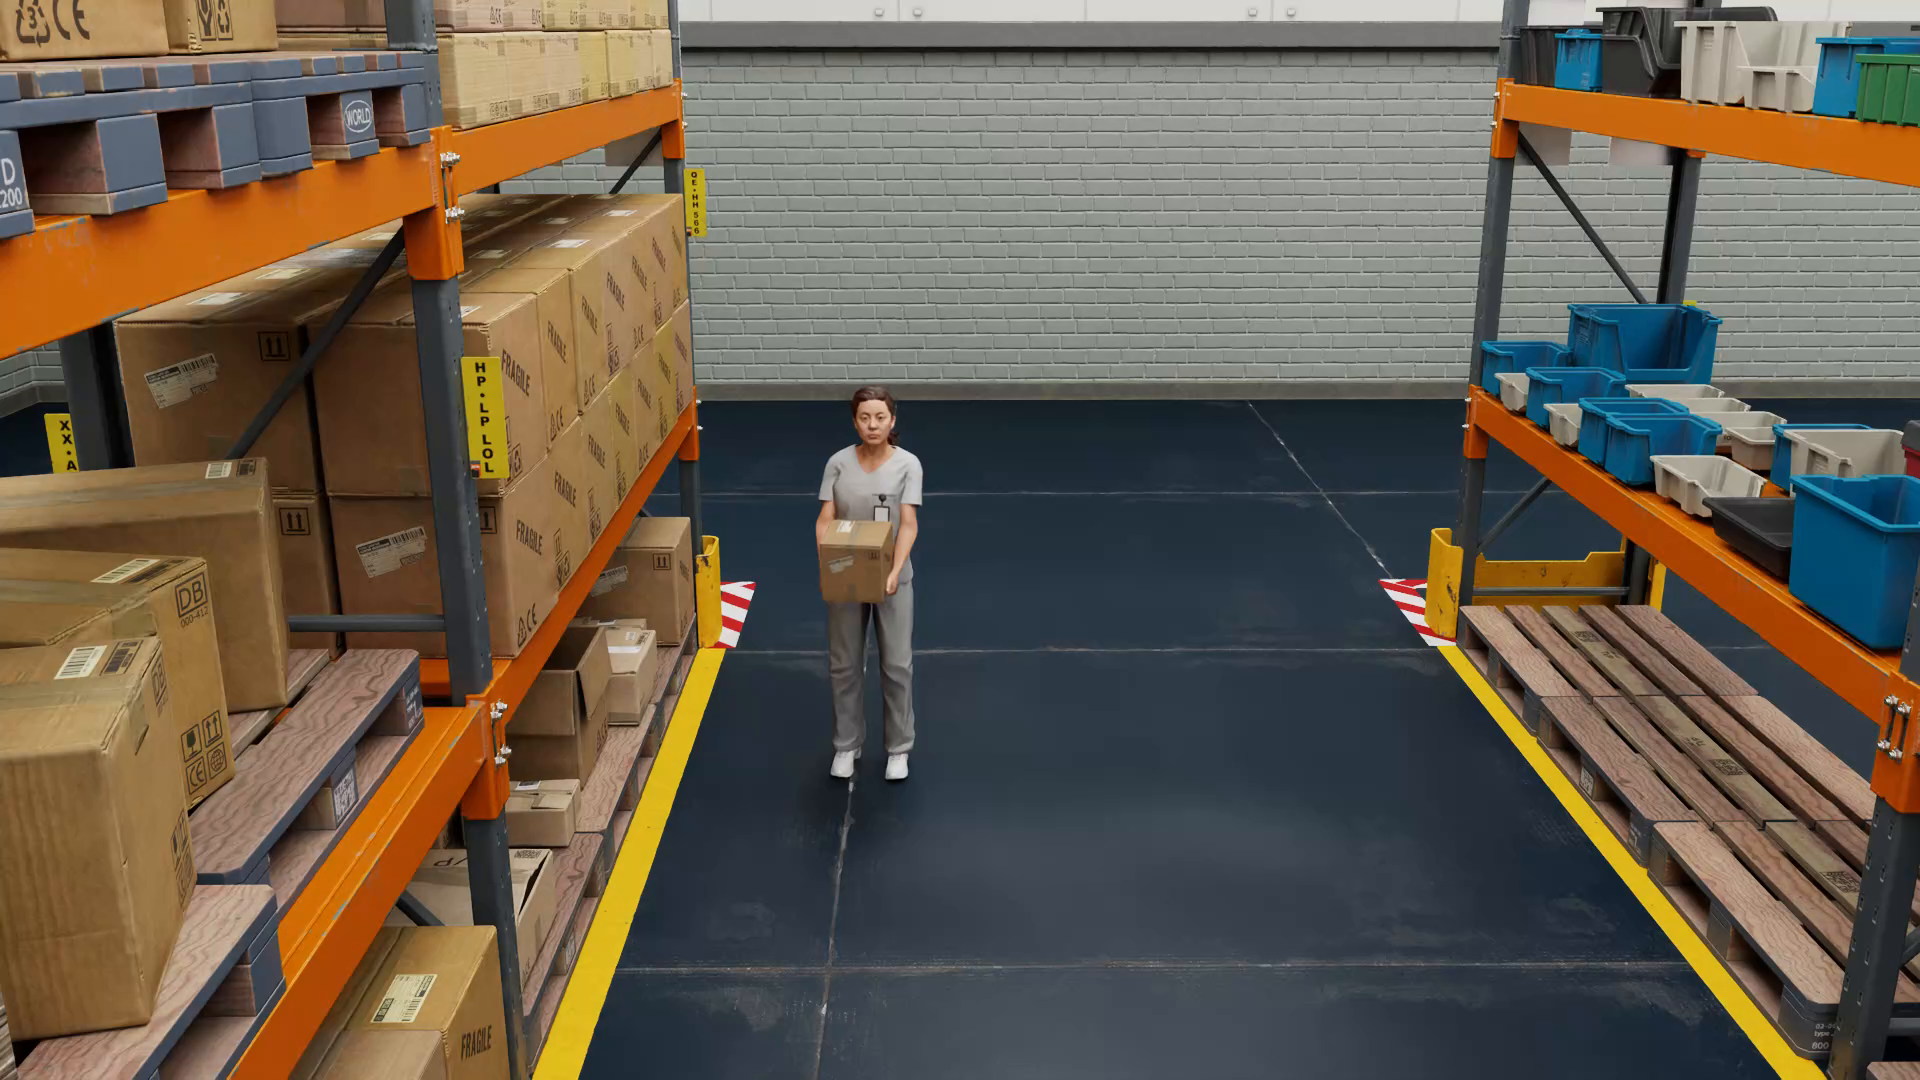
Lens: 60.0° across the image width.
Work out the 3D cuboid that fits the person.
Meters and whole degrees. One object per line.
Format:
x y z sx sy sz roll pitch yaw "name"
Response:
-0.381 0.201 6.918 0.436 1.666 0.554 2 17 7 "person"
